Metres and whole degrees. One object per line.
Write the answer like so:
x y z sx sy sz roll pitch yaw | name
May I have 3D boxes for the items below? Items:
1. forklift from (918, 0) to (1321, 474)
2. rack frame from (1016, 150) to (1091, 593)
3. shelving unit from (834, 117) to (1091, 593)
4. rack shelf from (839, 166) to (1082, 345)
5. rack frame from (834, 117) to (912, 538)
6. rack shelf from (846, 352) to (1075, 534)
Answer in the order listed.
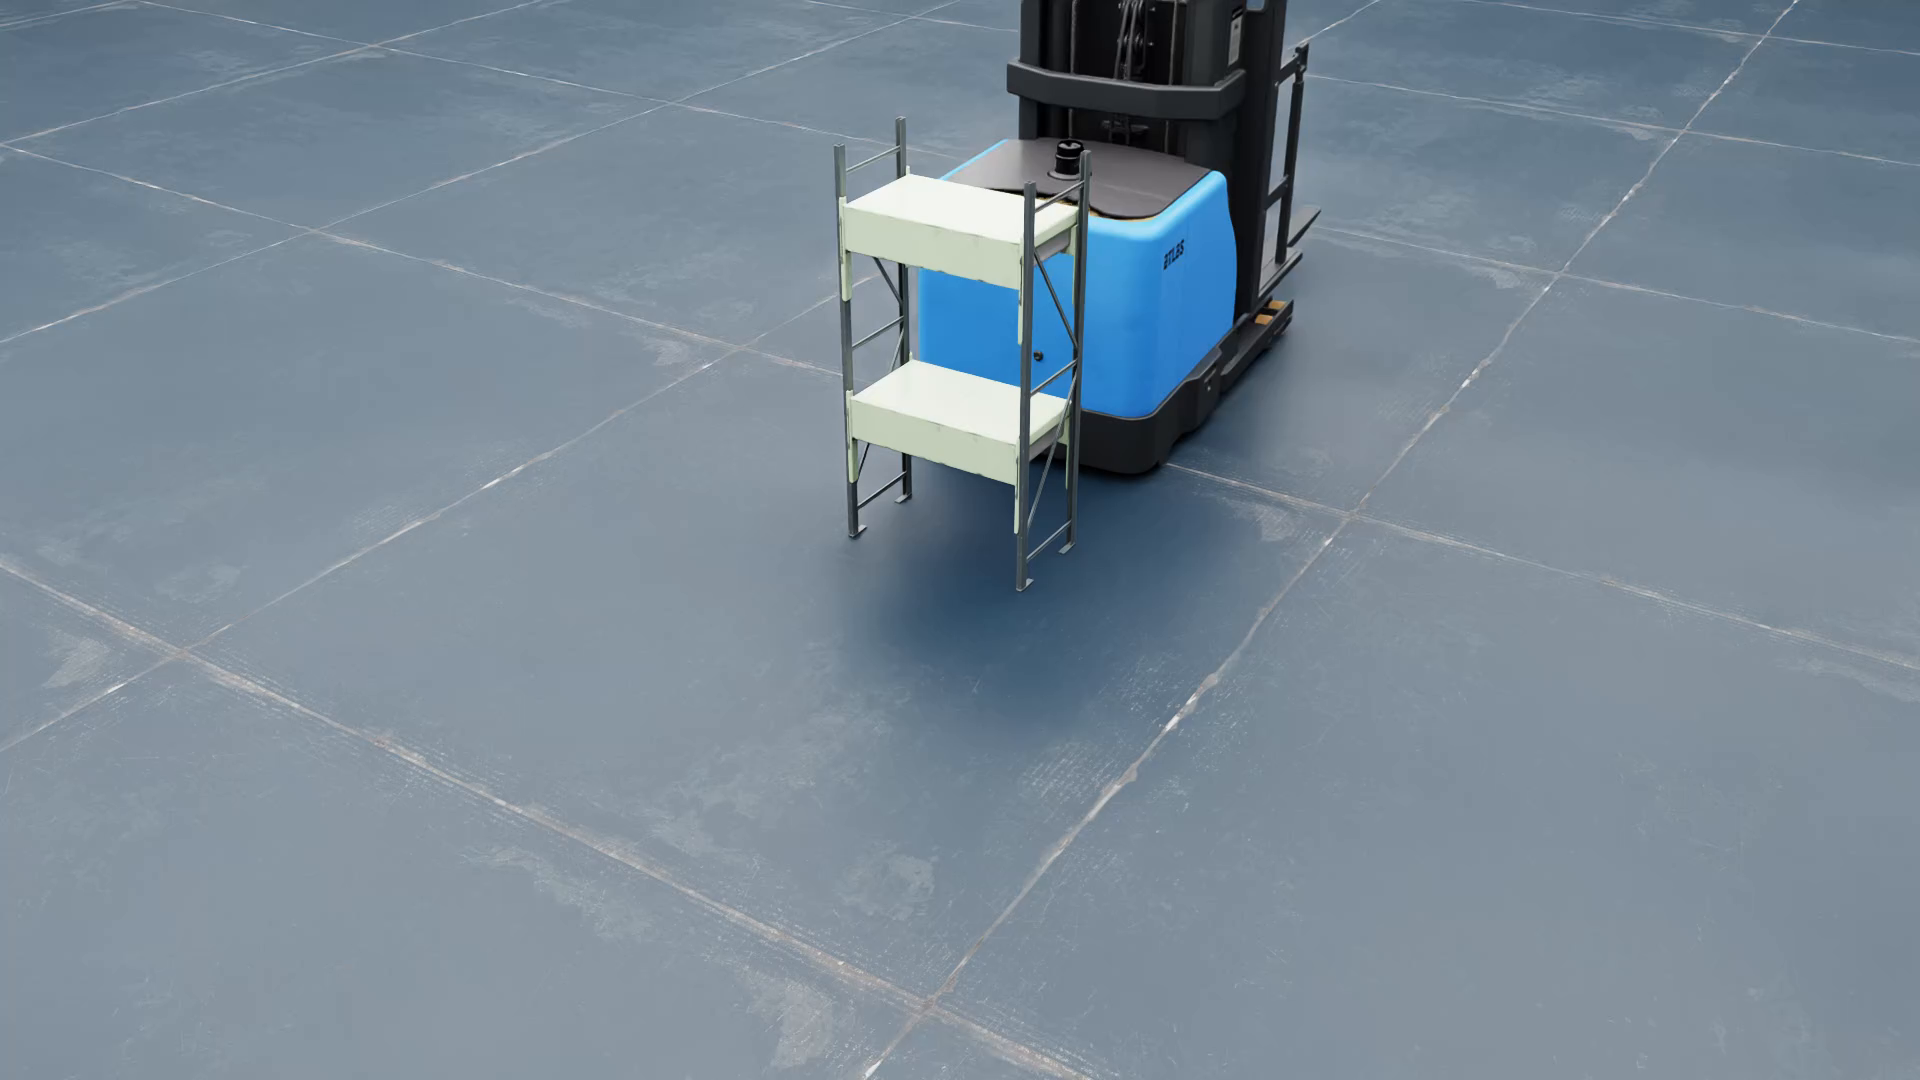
0.934 -2.245 7.189 1.130 2.935 3.031 14 33 23 | forklift
0.316 -0.548 5.701 0.023 1.500 0.400 18 35 27 | rack frame
0.006 -0.646 5.869 0.755 1.500 0.431 18 35 27 | shelving unit
0.006 -0.983 5.672 0.720 0.370 0.431 18 35 27 | rack shelf
-0.304 -0.744 6.037 0.023 1.500 0.400 18 35 27 | rack frame
0.006 -0.364 6.033 0.720 0.370 0.431 18 35 27 | rack shelf
